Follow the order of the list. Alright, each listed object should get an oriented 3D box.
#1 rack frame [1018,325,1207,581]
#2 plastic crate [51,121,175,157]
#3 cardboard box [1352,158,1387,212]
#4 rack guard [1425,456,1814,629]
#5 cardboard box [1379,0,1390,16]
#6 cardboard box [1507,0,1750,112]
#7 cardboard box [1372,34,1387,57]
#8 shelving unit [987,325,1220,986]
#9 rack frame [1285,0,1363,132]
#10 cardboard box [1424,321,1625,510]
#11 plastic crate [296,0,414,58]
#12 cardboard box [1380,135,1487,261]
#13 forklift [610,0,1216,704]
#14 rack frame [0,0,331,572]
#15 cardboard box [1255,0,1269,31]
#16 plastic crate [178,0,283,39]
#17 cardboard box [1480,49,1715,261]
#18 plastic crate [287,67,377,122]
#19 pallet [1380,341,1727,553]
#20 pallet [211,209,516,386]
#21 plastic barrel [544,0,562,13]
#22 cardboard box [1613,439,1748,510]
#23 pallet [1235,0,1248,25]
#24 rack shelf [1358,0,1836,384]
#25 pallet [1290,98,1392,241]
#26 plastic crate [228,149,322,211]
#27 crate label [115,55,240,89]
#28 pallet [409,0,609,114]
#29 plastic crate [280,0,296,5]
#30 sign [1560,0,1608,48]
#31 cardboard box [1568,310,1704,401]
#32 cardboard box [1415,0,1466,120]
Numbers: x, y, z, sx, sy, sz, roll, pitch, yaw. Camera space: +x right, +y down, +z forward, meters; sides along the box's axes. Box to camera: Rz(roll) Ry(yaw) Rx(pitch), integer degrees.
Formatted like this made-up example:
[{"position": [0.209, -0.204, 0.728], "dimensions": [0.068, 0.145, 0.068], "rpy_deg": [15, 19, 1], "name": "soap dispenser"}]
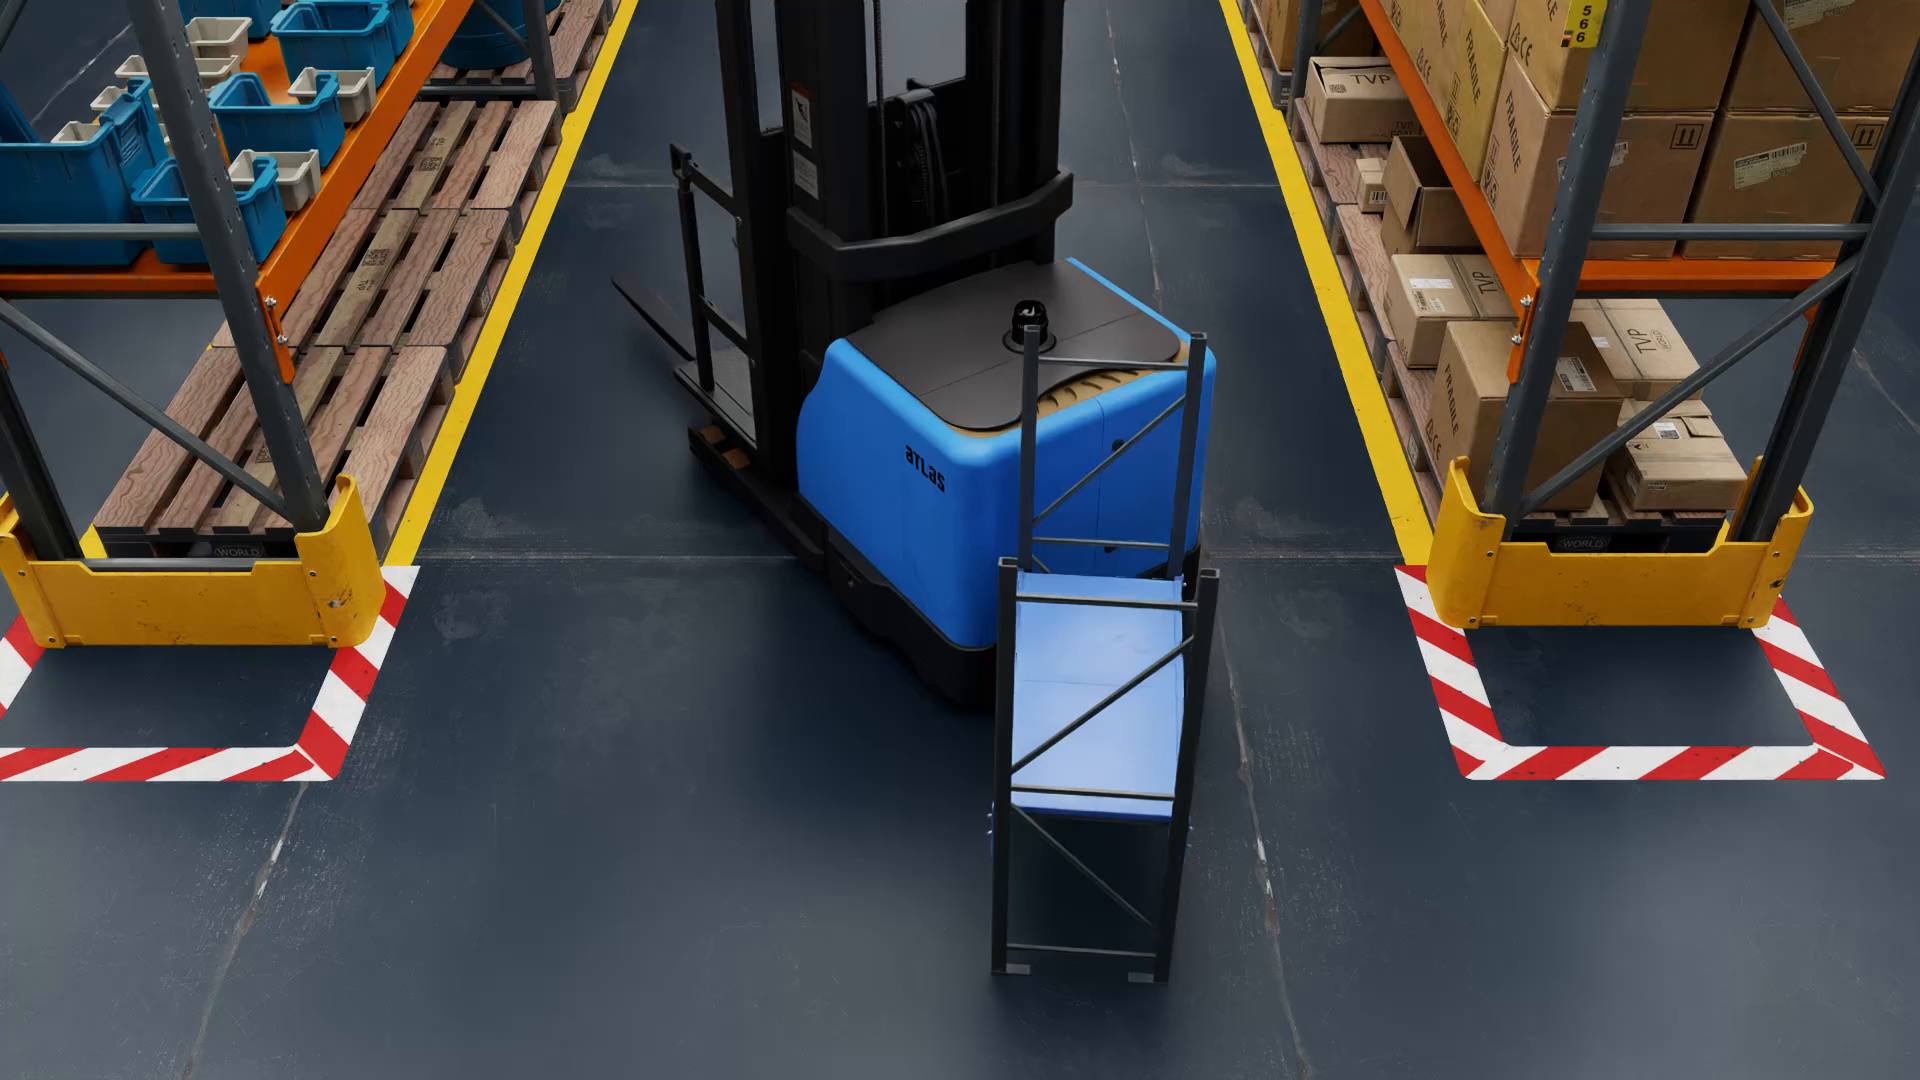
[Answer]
[{"position": [0.426, 0.014, 5.033], "dimensions": [0.500, 1.500, 0.032], "rpy_deg": [3, 39, 4], "name": "rack frame"}, {"position": [-2.850, -1.348, 5.696], "dimensions": [0.396, 0.136, 0.243], "rpy_deg": [0, 39, 0], "name": "plastic crate"}, {"position": [2.076, -1.683, 7.865], "dimensions": [0.380, 0.166, 0.250], "rpy_deg": [0, 39, 0], "name": "cardboard box"}, {"position": [2.285, 0.009, 5.839], "dimensions": [1.175, 0.500, 0.348], "rpy_deg": [0, 39, 0], "name": "rack guard"}, {"position": [2.011, -2.507, 6.900], "dimensions": [0.500, 0.500, 0.500], "rpy_deg": [0, 39, 0], "name": "cardboard box"}, {"position": [2.010, -1.626, 5.001], "dimensions": [0.500, 0.500, 0.500], "rpy_deg": [0, 39, 0], "name": "cardboard box"}, {"position": [2.524, -2.919, 9.141], "dimensions": [0.500, 0.500, 0.500], "rpy_deg": [-2, 39, -2], "name": "cardboard box"}, {"position": [0.382, 0.330, 4.638], "dimensions": [0.538, 1.500, 1.048], "rpy_deg": [3, 39, 4], "name": "shelving unit"}, {"position": [2.281, -3.420, 8.119], "dimensions": [1.000, 3.000, 0.127], "rpy_deg": [0, 39, 0], "name": "rack frame"}, {"position": [2.038, -0.455, 6.066], "dimensions": [0.500, 0.500, 0.500], "rpy_deg": [0, 39, 0], "name": "cardboard box"}, {"position": [-2.341, -2.041, 6.485], "dimensions": [0.416, 0.233, 0.300], "rpy_deg": [0, 39, 0], "name": "plastic crate"}, {"position": [2.288, -1.443, 7.296], "dimensions": [0.797, 0.503, 0.637], "rpy_deg": [0, 39, 0], "name": "cardboard box"}, {"position": [-0.414, -1.486, 5.761], "dimensions": [1.130, 2.935, 3.031], "rpy_deg": [-23, 44, -26], "name": "forklift"}, {"position": [-2.668, -0.918, 4.996], "dimensions": [1.000, 3.000, 0.127], "rpy_deg": [0, 39, 0], "name": "rack frame"}, {"position": [2.001, -3.234, 9.534], "dimensions": [0.500, 0.500, 0.500], "rpy_deg": [0, 39, 0], "name": "cardboard box"}, {"position": [-2.927, -2.160, 6.632], "dimensions": [0.416, 0.233, 0.300], "rpy_deg": [0, 39, 0], "name": "plastic crate"}, {"position": [2.013, -1.238, 5.316], "dimensions": [0.500, 0.500, 0.500], "rpy_deg": [1, 39, 1], "name": "cardboard box"}, {"position": [-2.257, -1.618, 6.033], "dimensions": [0.250, 0.136, 0.298], "rpy_deg": [0, 39, 0], "name": "plastic crate"}, {"position": [2.283, -0.377, 6.551], "dimensions": [1.003, 0.211, 1.213], "rpy_deg": [0, 39, 0], "name": "pallet"}, {"position": [-2.629, -1.106, 7.462], "dimensions": [1.003, 0.211, 1.213], "rpy_deg": [0, 39, 0], "name": "pallet"}, {"position": [-2.657, -3.547, 9.620], "dimensions": [0.600, 0.901, 0.708], "rpy_deg": [0, 39, 0], "name": "plastic barrel"}, {"position": [2.629, -0.240, 6.079], "dimensions": [0.380, 0.149, 0.250], "rpy_deg": [0, 39, 0], "name": "cardboard box"}, {"position": [2.238, -3.605, 10.580], "dimensions": [1.003, 0.211, 1.213], "rpy_deg": [0, 39, 0], "name": "pallet"}, {"position": [2.283, -1.889, 6.784], "dimensions": [1.077, 0.370, 4.000], "rpy_deg": [0, 39, 0], "name": "rack shelf"}, {"position": [2.281, -1.902, 8.455], "dimensions": [1.003, 0.211, 1.213], "rpy_deg": [0, 39, 0], "name": "pallet"}, {"position": [-2.257, -1.193, 5.503], "dimensions": [0.250, 0.136, 0.298], "rpy_deg": [0, 39, 0], "name": "plastic crate"}, {"position": [-2.861, -1.703, 6.140], "dimensions": [0.396, 0.136, 0.243], "rpy_deg": [0, 39, 0], "name": "crate label"}, {"position": [-2.632, -2.813, 9.592], "dimensions": [1.003, 0.211, 1.213], "rpy_deg": [0, 39, 0], "name": "pallet"}, {"position": [-2.855, -2.441, 6.944], "dimensions": [0.437, 0.282, 0.530], "rpy_deg": [0, 39, 0], "name": "plastic crate"}, {"position": [1.730, -1.506, 4.552], "dimensions": [0.100, 0.325, 0.005], "rpy_deg": [0, 39, 0], "name": "sign"}, {"position": [2.568, -0.670, 6.535], "dimensions": [0.500, 0.250, 0.500], "rpy_deg": [0, 39, 0], "name": "cardboard box"}, {"position": [2.013, -1.874, 6.110], "dimensions": [0.500, 0.500, 0.500], "rpy_deg": [0, 39, 0], "name": "cardboard box"}]
